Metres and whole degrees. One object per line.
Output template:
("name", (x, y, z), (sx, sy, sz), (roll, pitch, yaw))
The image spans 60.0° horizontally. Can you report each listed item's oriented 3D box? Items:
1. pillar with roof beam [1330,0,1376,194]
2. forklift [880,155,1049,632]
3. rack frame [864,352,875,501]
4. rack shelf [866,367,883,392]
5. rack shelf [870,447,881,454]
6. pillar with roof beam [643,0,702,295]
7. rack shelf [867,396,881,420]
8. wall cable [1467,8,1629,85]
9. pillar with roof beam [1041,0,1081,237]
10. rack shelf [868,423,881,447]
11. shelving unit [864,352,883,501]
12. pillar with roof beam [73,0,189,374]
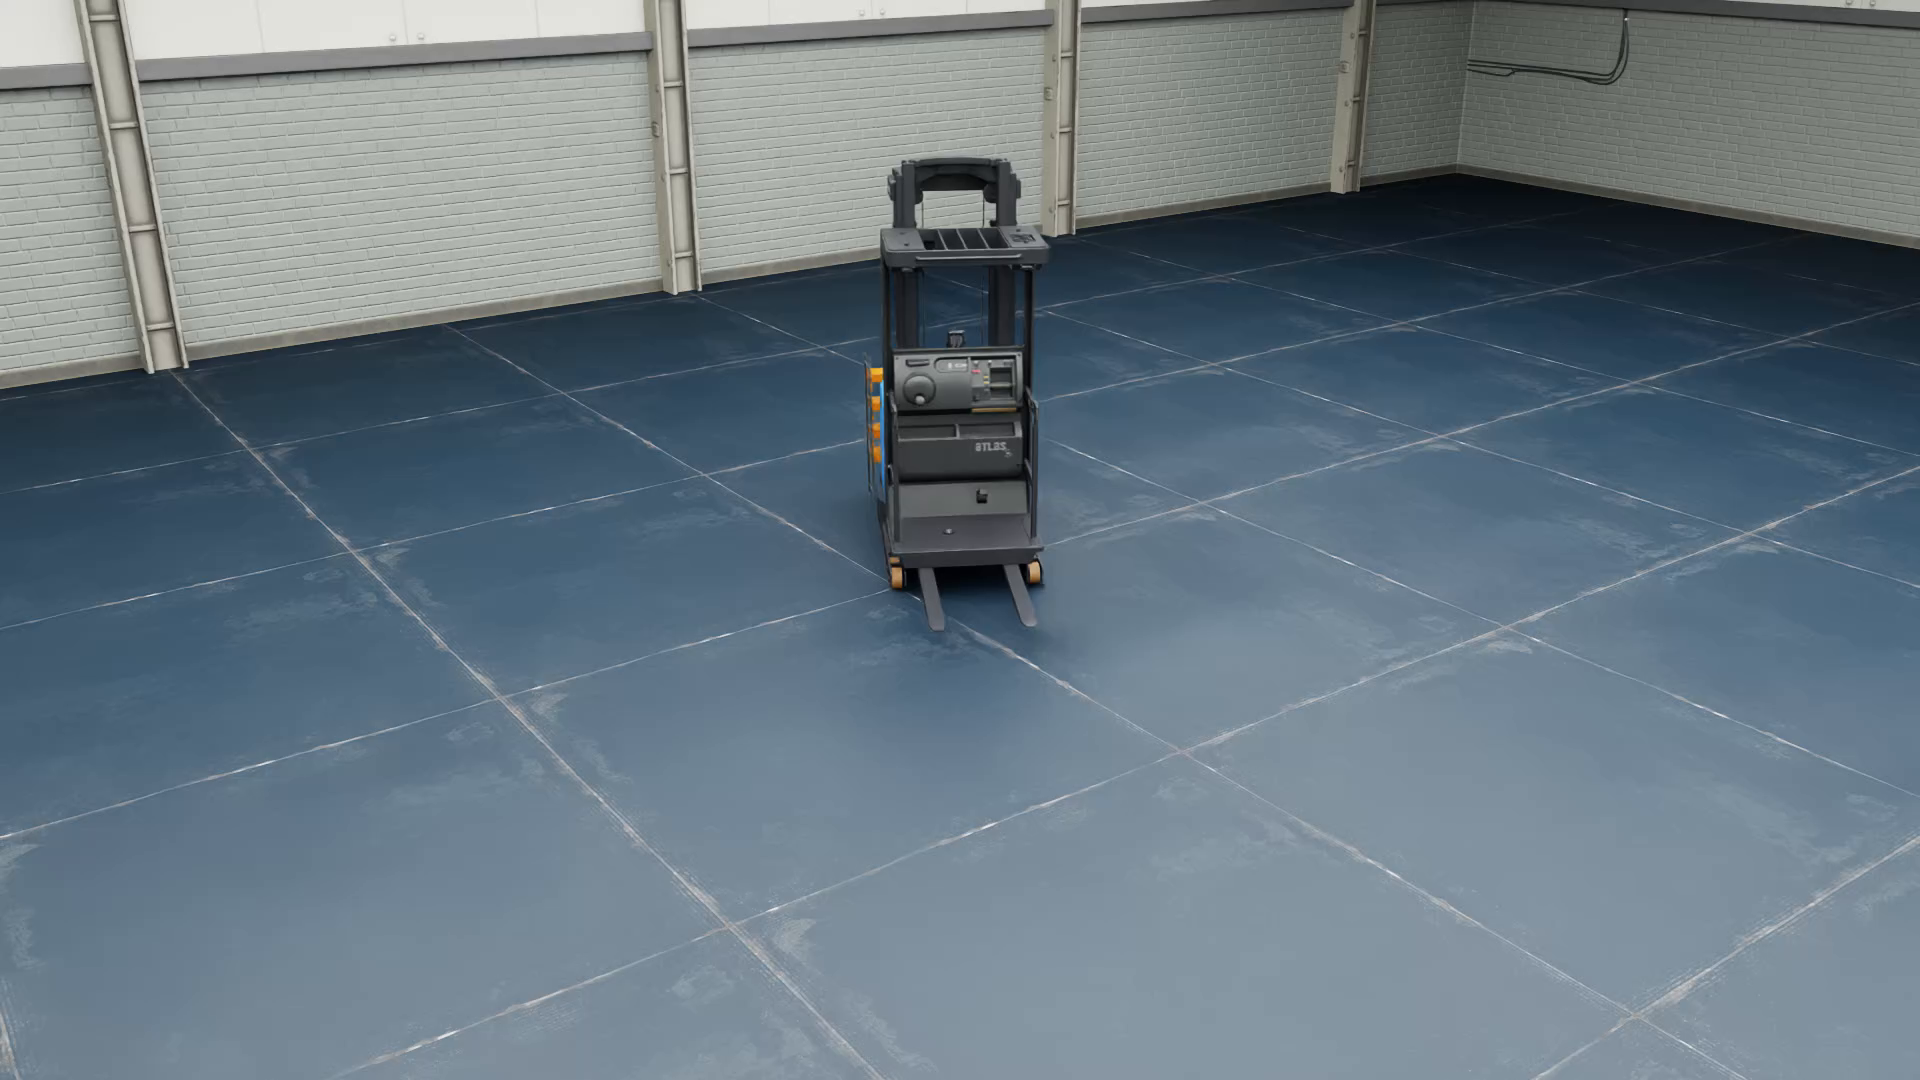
("pillar with roof beam", (8.799, -8.591, 22.283), (0.400, 9.000, 9.100), (-15, 26, -33))
("forklift", (0.008, -1.134, 11.785), (1.121, 2.935, 3.031), (-2, 22, -5))
("rack frame", (-0.739, -0.923, 13.567), (0.015, 1.200, 0.240), (-5, 18, -12))
("rack shelf", (-0.507, -1.317, 13.497), (0.480, 0.148, 0.258), (-5, 18, -12))
("rack shelf", (-0.498, -0.741, 13.682), (0.457, 0.021, 0.221), (-5, 18, -12))
("pillar with roof beam", (-0.941, -5.993, 15.774), (0.400, 9.000, 9.100), (-15, 26, -33))
("rack shelf", (-0.503, -1.092, 13.570), (0.480, 0.148, 0.258), (-5, 18, -12))
("wall cable", (9.449, -8.684, 26.706), (0.112, 2.526, 3.097), (-15, 26, -33))
("pillar with roof beam", (3.929, -7.292, 19.029), (0.400, 9.000, 9.100), (-15, 26, -33))
("rack shelf", (-0.500, -0.879, 13.638), (0.480, 0.148, 0.258), (-5, 18, -12))
("shelving unit", (-0.503, -0.943, 13.617), (0.499, 1.200, 0.258), (-5, 18, -12))
("pillar with roof beam", (-5.812, -4.695, 12.520), (0.400, 9.000, 9.100), (-15, 26, -33))
